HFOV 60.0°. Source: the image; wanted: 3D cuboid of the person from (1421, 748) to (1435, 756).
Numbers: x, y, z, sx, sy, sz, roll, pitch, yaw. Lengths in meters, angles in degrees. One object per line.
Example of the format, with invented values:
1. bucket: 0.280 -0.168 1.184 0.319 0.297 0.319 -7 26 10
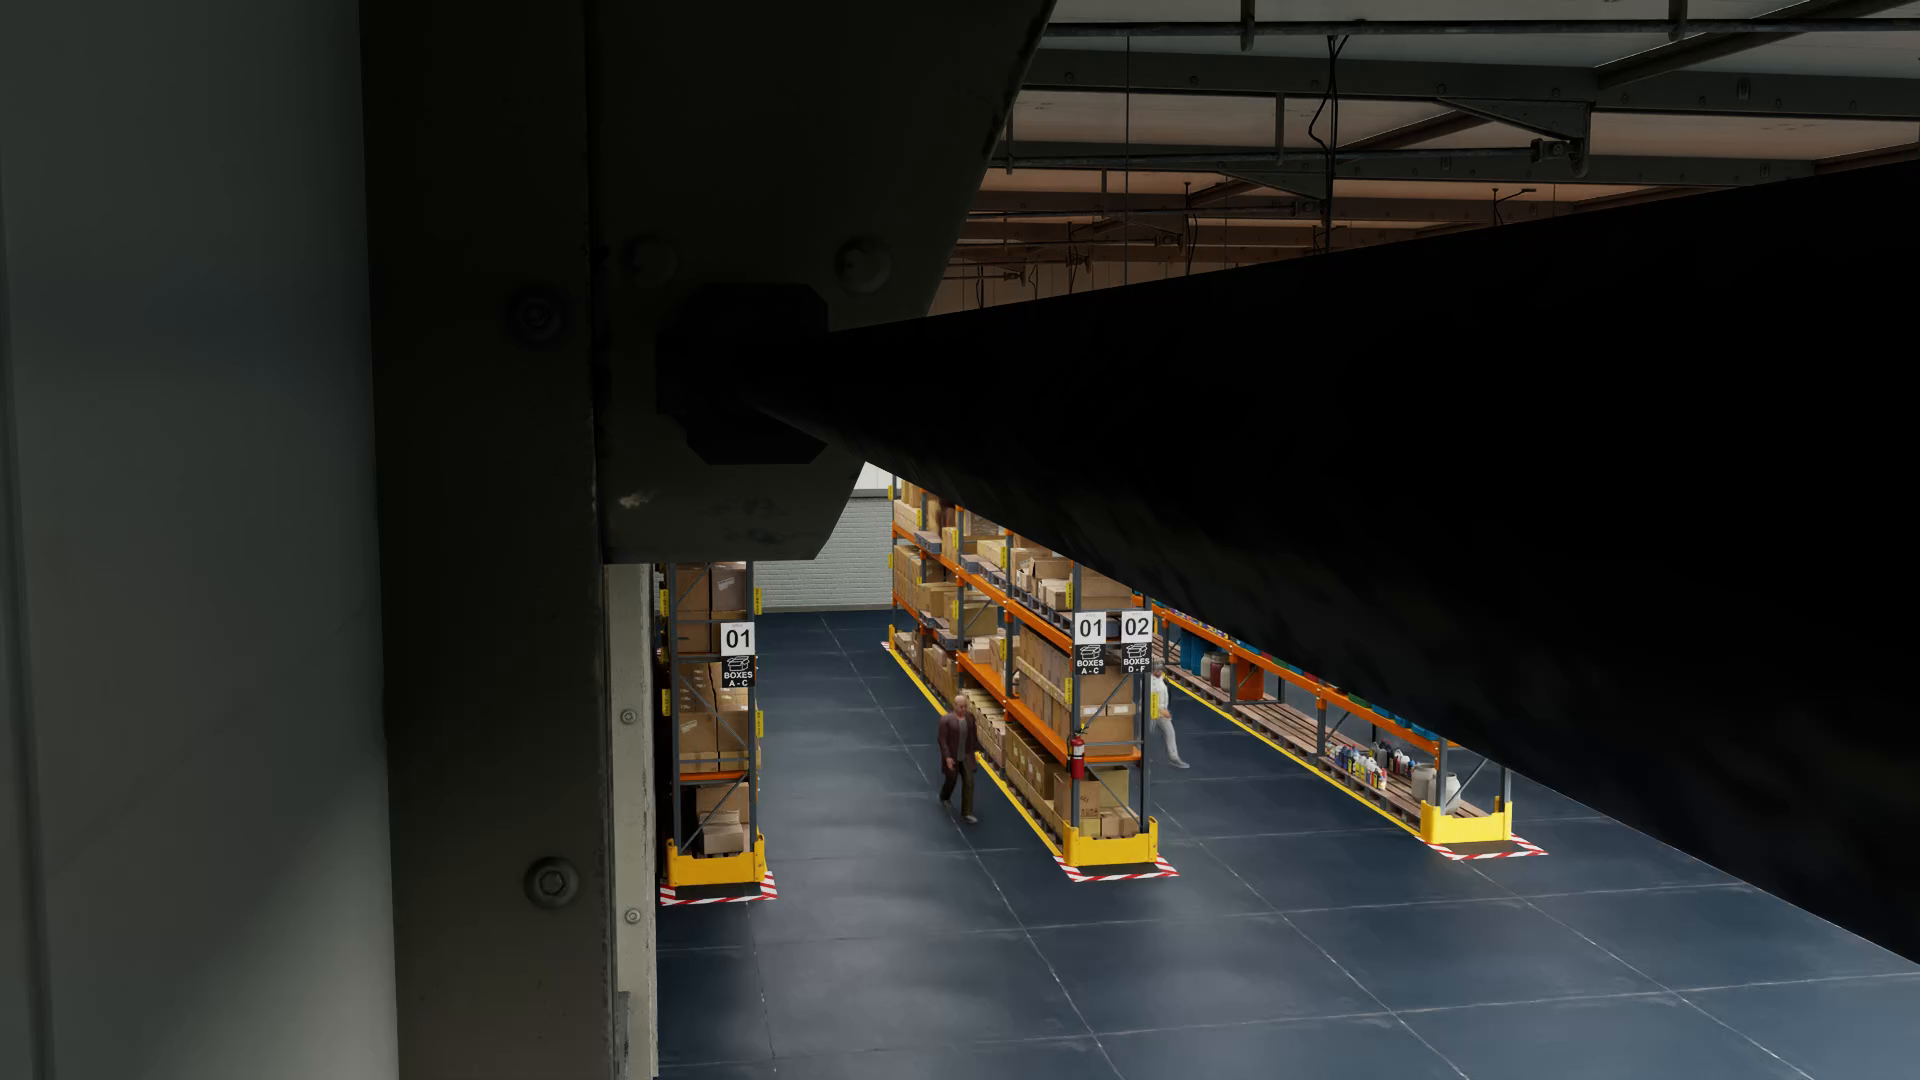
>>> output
1. person: 7.661 2.691 26.415 0.595 1.543 0.956 -2 7 -21

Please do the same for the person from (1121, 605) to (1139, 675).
1. person: 3.327 2.042 32.292 0.690 1.602 0.901 0 6 -3

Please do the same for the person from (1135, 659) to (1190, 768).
1. person: 3.049 2.668 25.692 0.920 1.706 0.621 5 8 41

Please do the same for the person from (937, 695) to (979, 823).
1. person: -0.018 2.979 22.944 0.631 1.733 1.088 -2 6 -14
